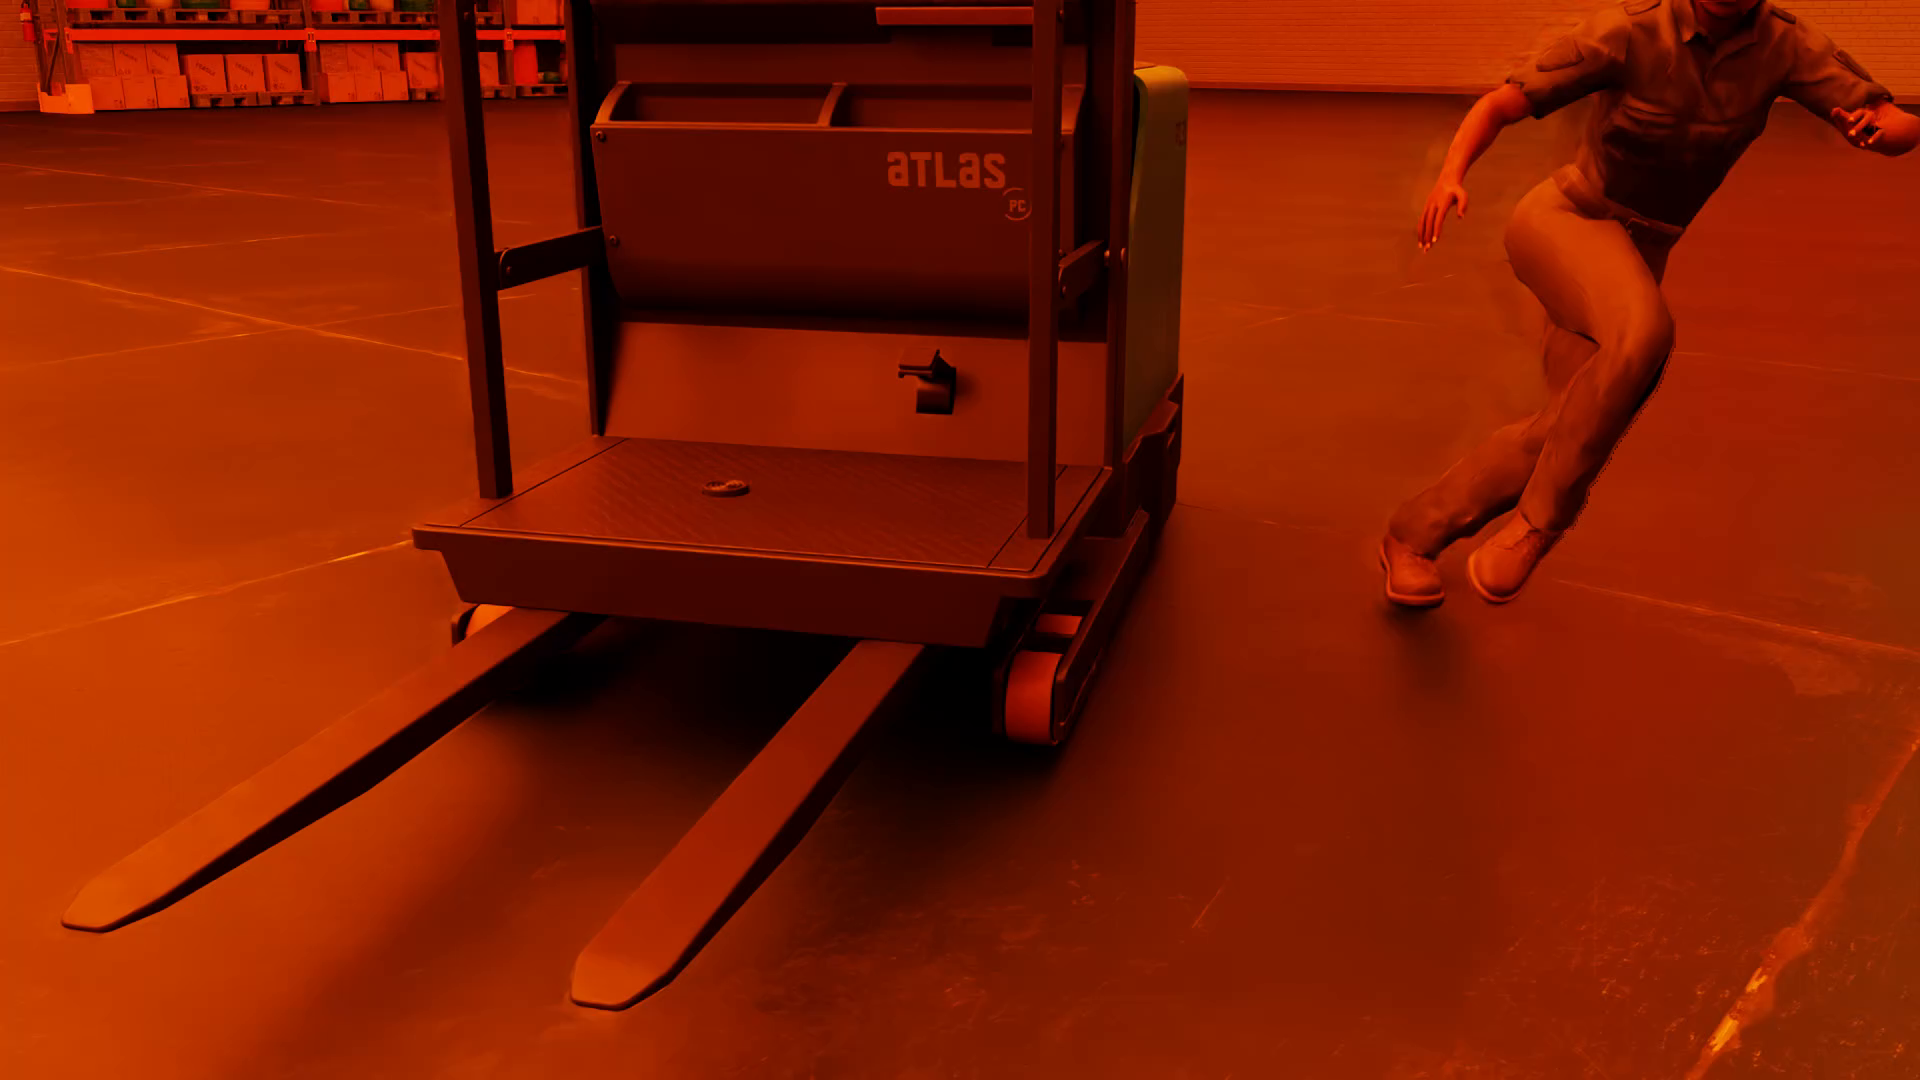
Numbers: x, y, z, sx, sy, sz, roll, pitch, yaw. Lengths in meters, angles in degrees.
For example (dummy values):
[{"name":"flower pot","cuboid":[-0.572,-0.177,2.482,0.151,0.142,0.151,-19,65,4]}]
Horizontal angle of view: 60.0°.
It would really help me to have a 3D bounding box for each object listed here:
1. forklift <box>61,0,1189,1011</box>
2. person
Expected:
[{"name":"forklift","cuboid":[-0.282,-1.176,2.770,1.130,2.935,3.031,4,17,14]},{"name":"person","cuboid":[1.301,-0.527,3.236,0.899,1.427,0.838,-4,17,-13]}]
